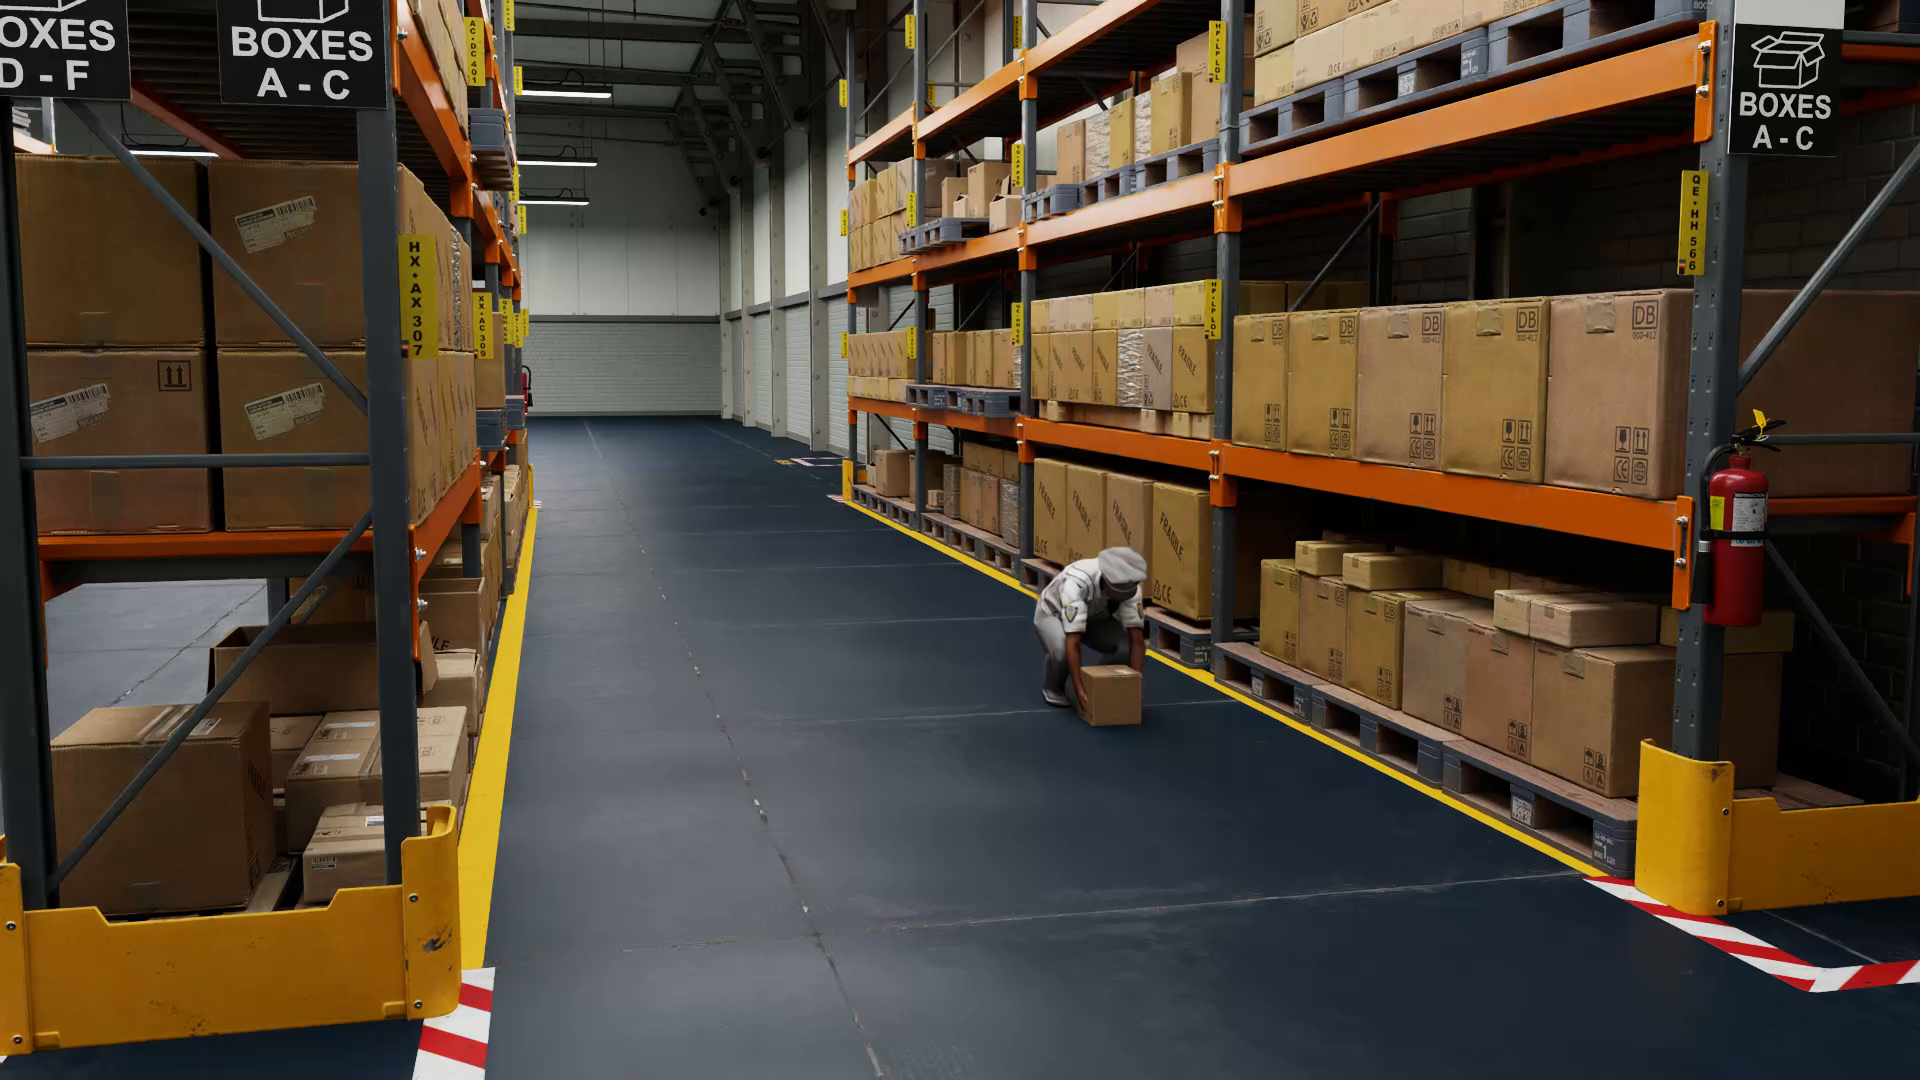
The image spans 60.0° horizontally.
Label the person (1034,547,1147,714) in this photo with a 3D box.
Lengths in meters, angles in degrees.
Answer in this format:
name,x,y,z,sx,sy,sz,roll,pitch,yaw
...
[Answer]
name,x,y,z,sx,sy,sz,roll,pitch,yaw
person,0.666,0.435,8.476,0.478,0.855,0.868,-2,6,-14
